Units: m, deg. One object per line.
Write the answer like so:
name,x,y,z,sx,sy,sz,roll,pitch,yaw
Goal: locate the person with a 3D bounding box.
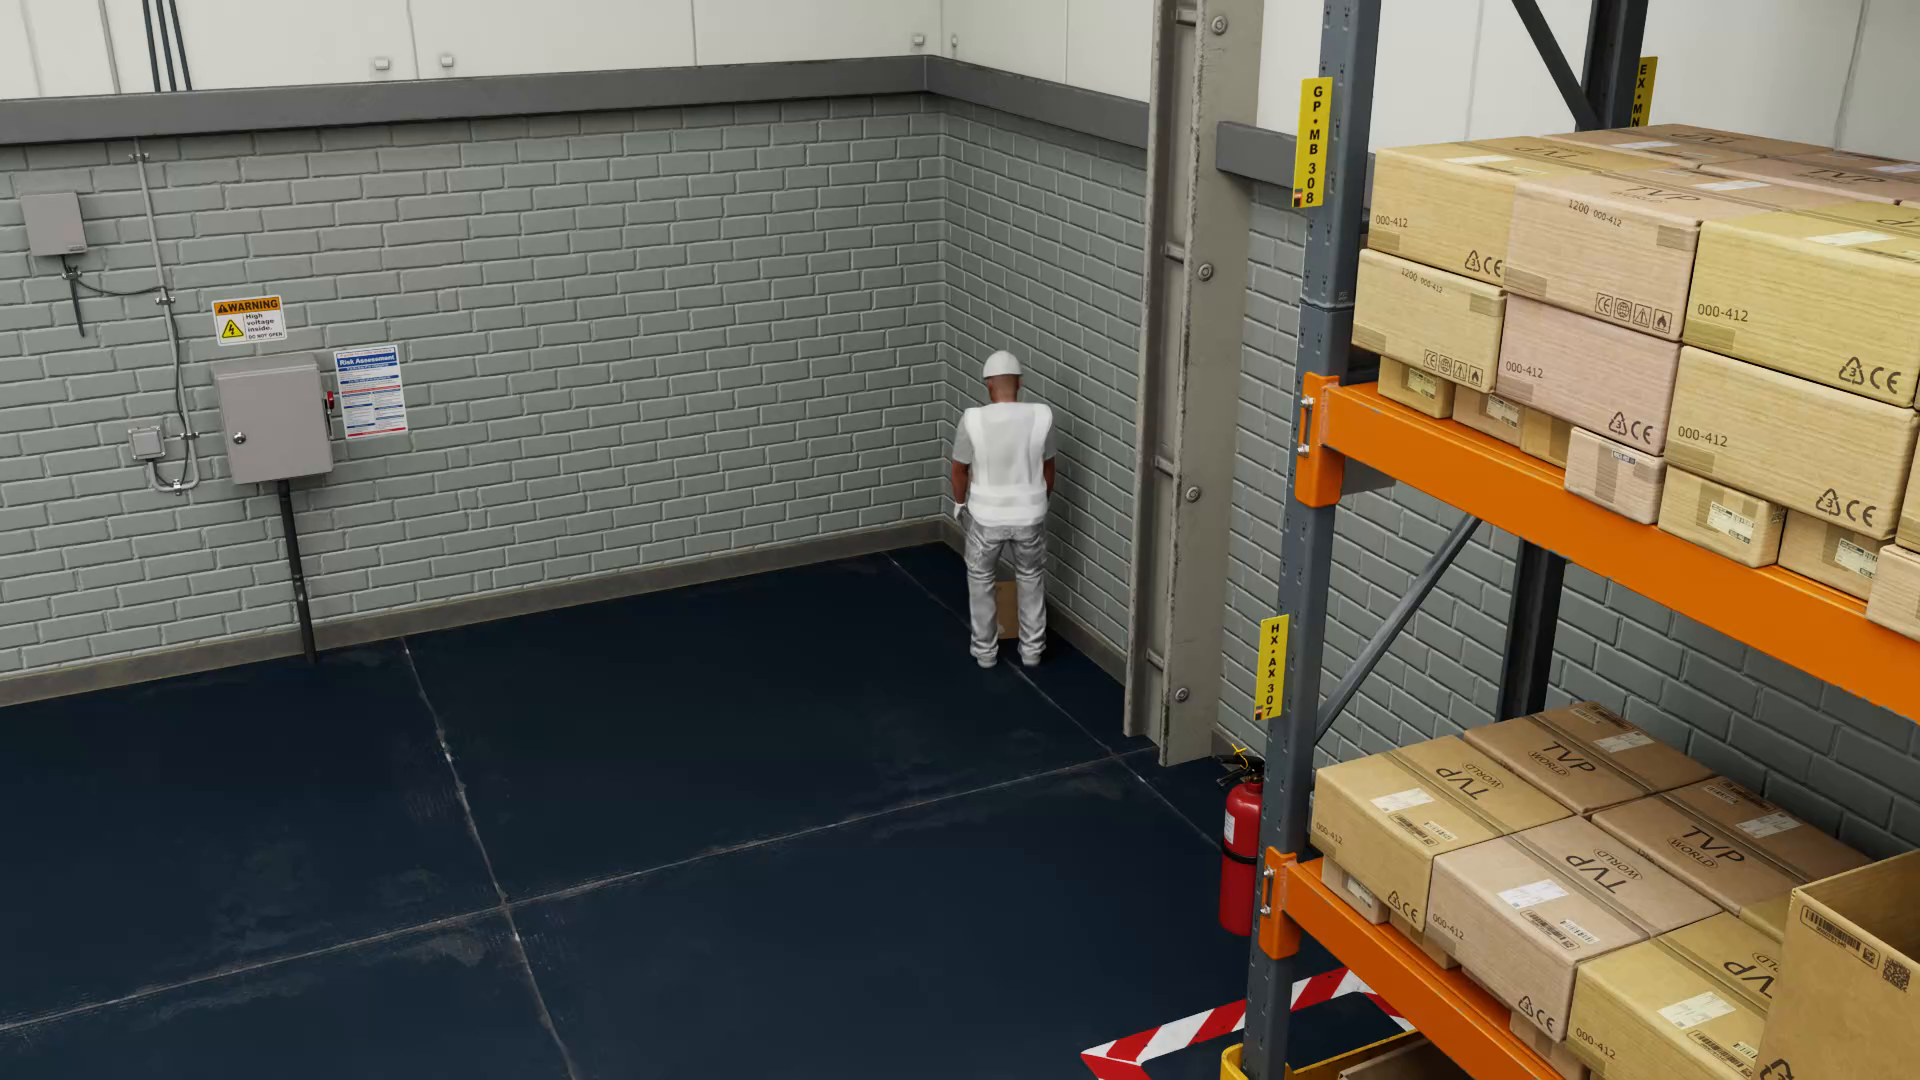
person,0.232,-0.152,8.990,0.566,1.749,0.427,-2,22,-5
